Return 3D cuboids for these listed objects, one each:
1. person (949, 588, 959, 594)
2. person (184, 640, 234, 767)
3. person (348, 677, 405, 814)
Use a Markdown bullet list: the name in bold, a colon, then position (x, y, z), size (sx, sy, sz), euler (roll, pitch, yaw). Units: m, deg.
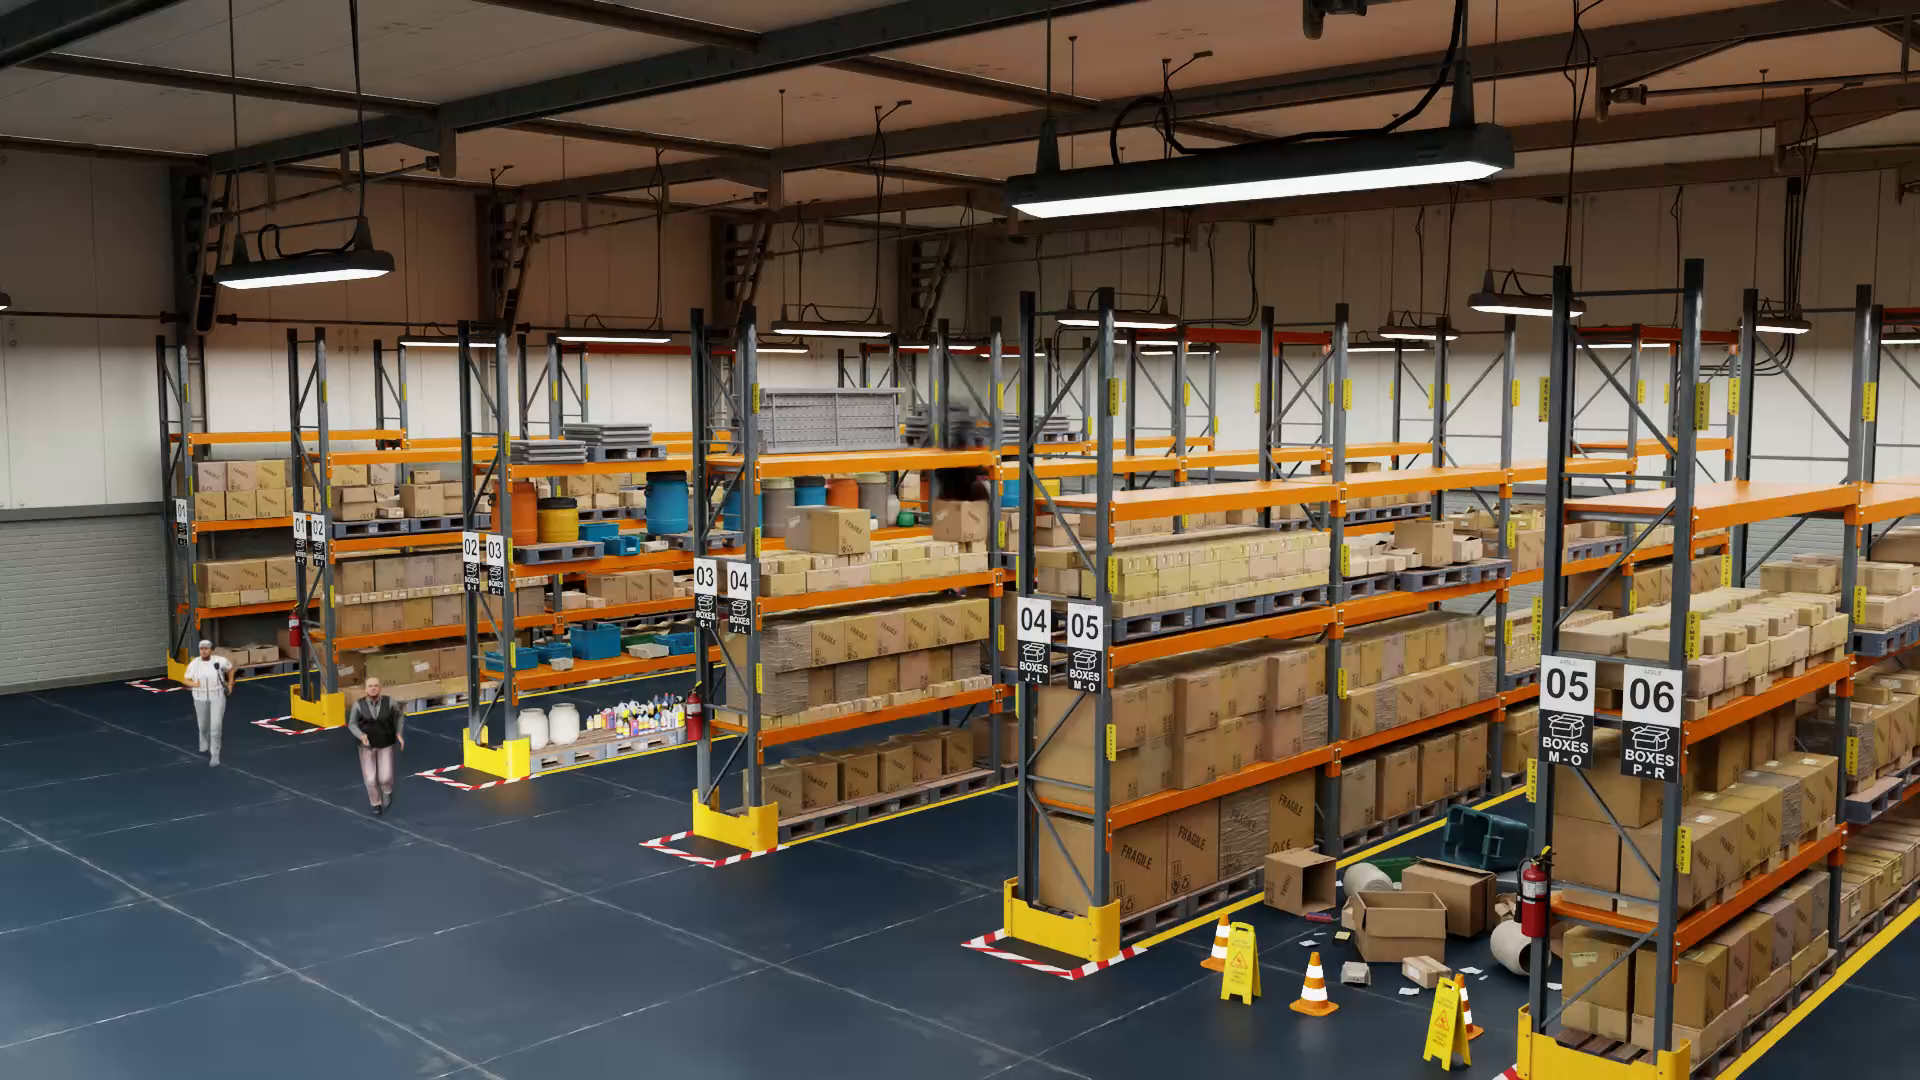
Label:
- **person**: position (-0.354, 1.244, 32.516), size (0.652, 1.738, 0.615), euler (4, 7, 36)
- **person**: position (-10.303, 2.196, 22.855), size (0.614, 1.695, 0.939), euler (-2, 6, -17)
- **person**: position (-6.943, 2.467, 19.812), size (0.642, 1.674, 0.651), euler (-2, 6, -18)
